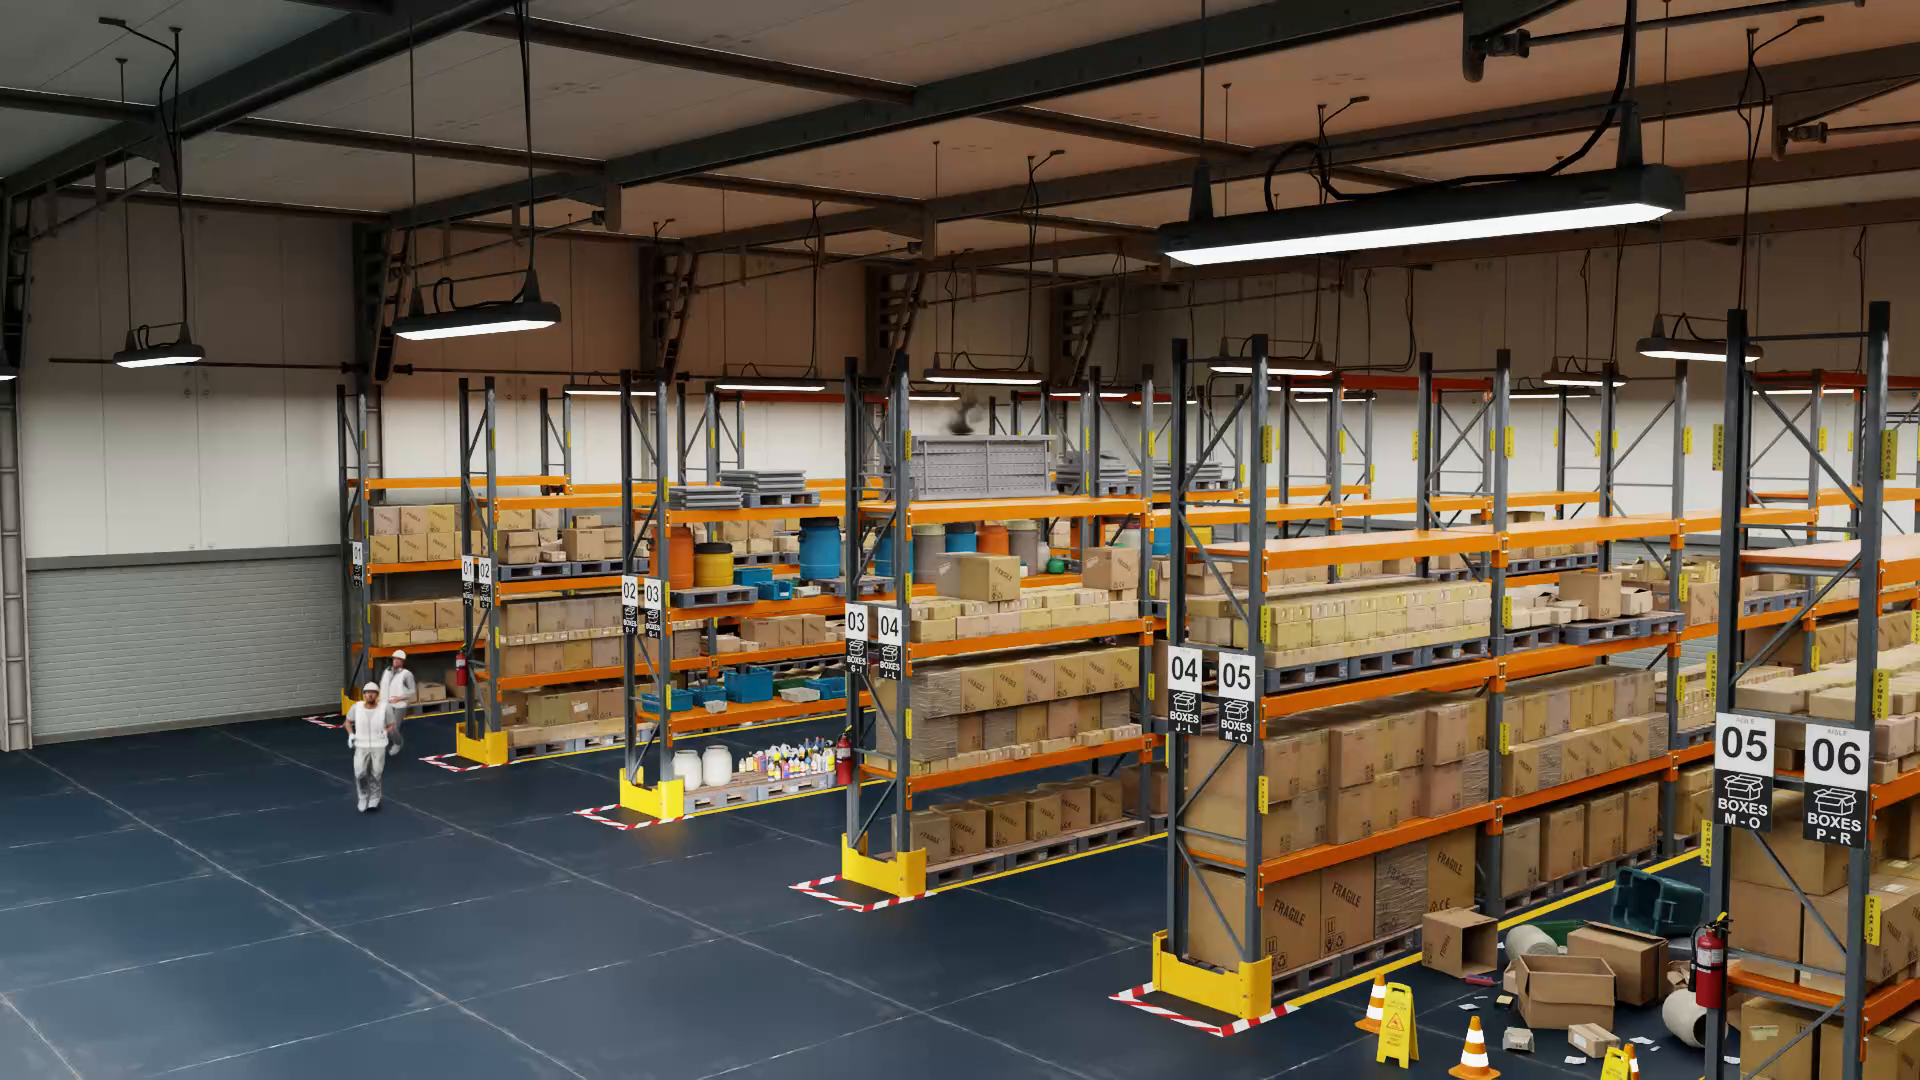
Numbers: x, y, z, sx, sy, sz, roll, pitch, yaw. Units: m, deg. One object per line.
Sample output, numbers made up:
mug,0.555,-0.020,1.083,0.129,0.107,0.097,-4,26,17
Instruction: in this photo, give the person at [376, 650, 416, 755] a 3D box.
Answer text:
person,-8.813,2.595,25.893,0.690,1.757,0.828,0,4,7

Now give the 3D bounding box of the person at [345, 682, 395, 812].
person,-7.970,2.805,22.473,0.656,1.761,0.657,-1,4,-17
